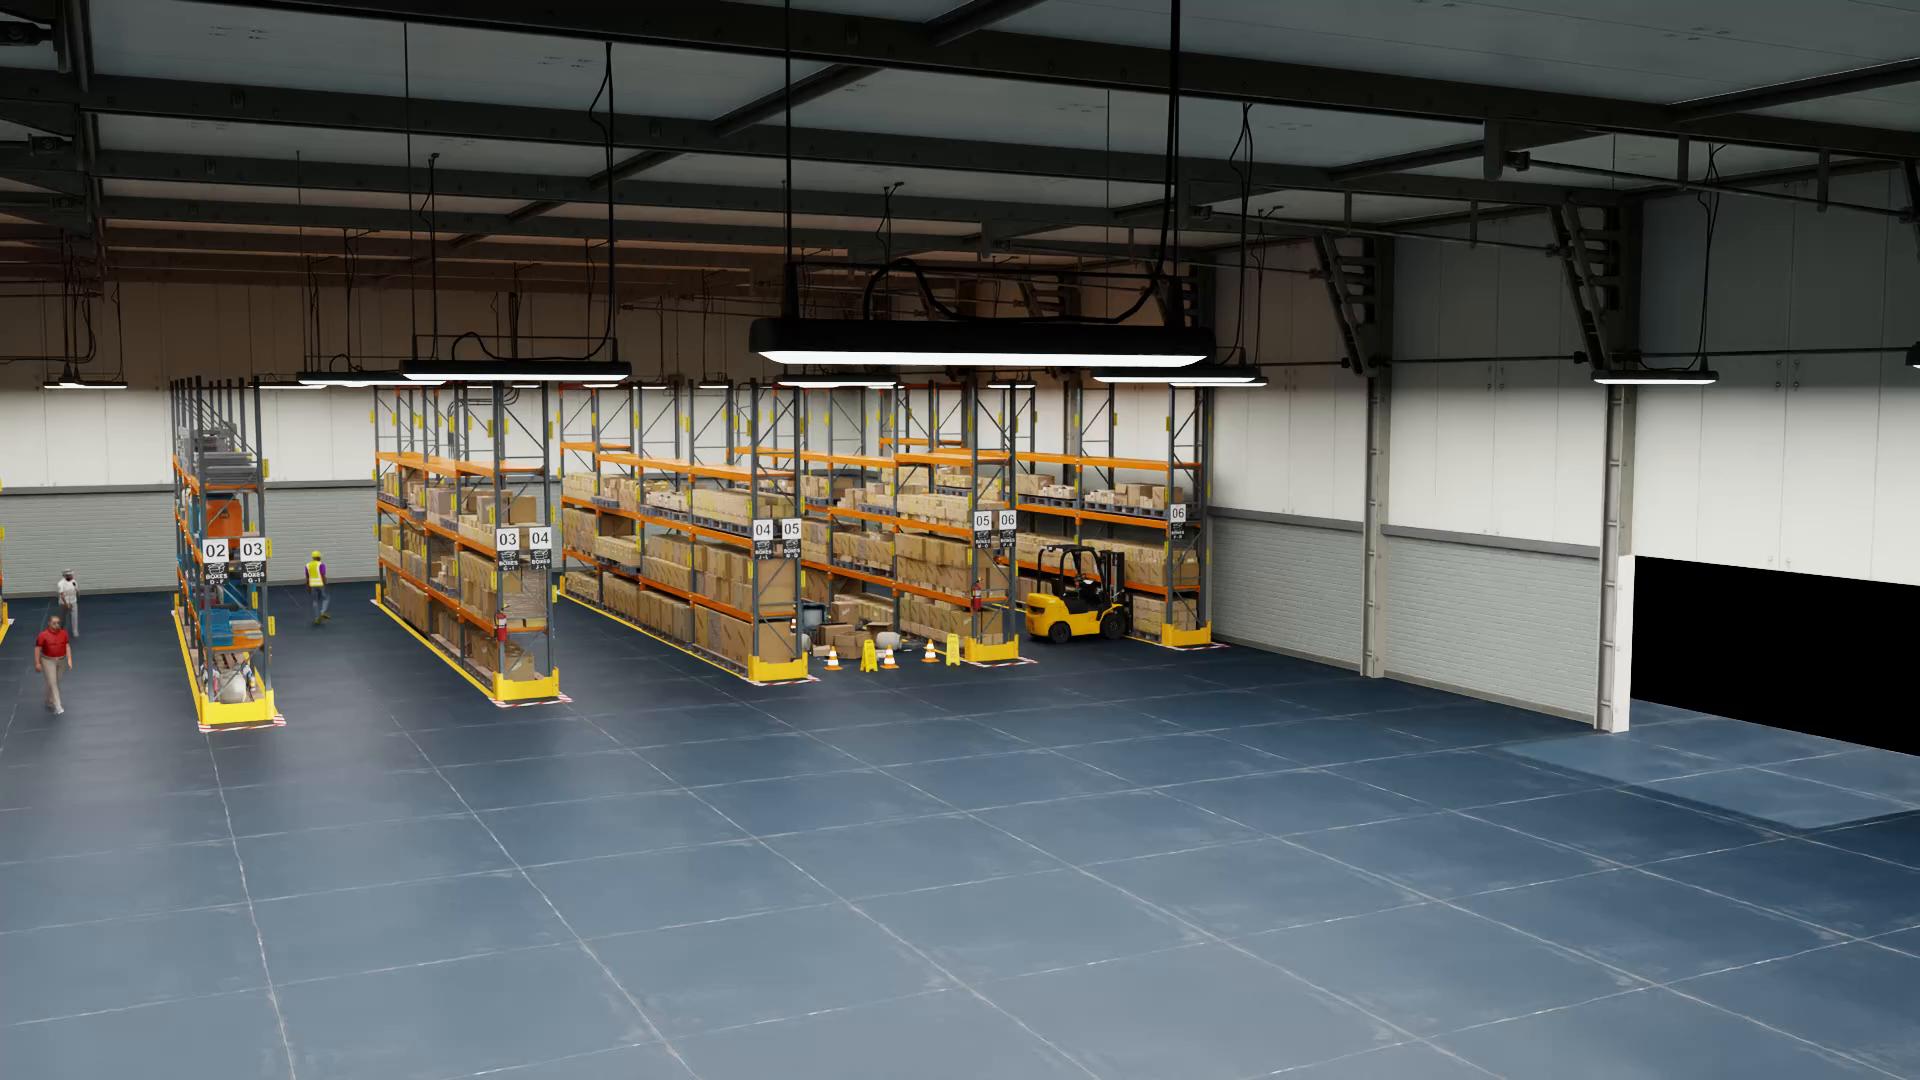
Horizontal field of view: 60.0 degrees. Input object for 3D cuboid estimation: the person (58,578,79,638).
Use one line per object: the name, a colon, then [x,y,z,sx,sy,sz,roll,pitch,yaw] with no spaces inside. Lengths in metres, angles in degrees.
person: [-20.791,1.576,38.799,0.412,1.367,1.068,-4,7,-41]

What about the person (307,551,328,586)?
person: [-16.002,0.715,41.388,0.486,0.869,0.433,-1,5,-8]

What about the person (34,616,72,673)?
person: [-16.259,1.872,29.860,0.397,1.019,0.559,3,6,26]
